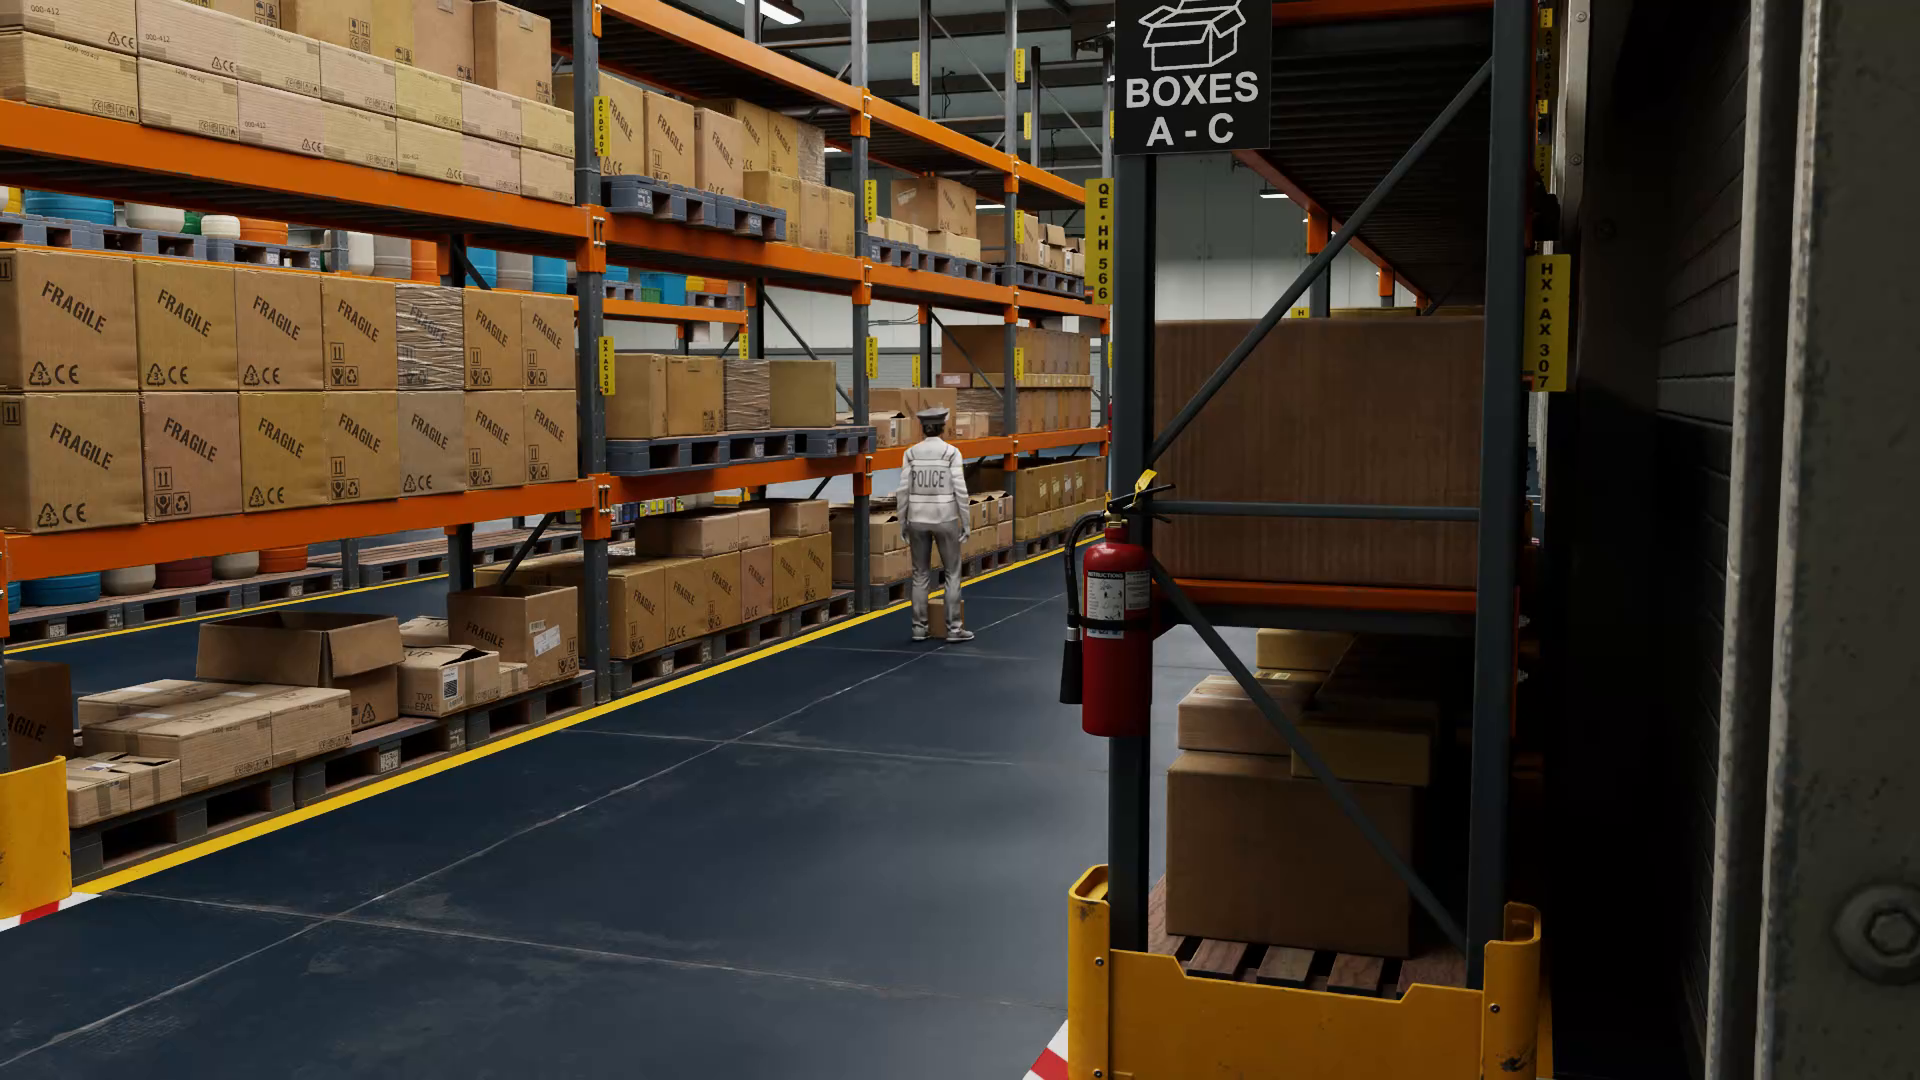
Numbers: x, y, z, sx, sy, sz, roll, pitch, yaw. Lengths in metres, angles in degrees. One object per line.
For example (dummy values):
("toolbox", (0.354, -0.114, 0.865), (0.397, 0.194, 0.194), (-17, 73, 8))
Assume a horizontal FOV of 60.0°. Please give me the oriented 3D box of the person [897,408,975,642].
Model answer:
("person", (-0.181, -0.107, 11.869), (0.544, 1.665, 0.373), (2, 6, 16))
